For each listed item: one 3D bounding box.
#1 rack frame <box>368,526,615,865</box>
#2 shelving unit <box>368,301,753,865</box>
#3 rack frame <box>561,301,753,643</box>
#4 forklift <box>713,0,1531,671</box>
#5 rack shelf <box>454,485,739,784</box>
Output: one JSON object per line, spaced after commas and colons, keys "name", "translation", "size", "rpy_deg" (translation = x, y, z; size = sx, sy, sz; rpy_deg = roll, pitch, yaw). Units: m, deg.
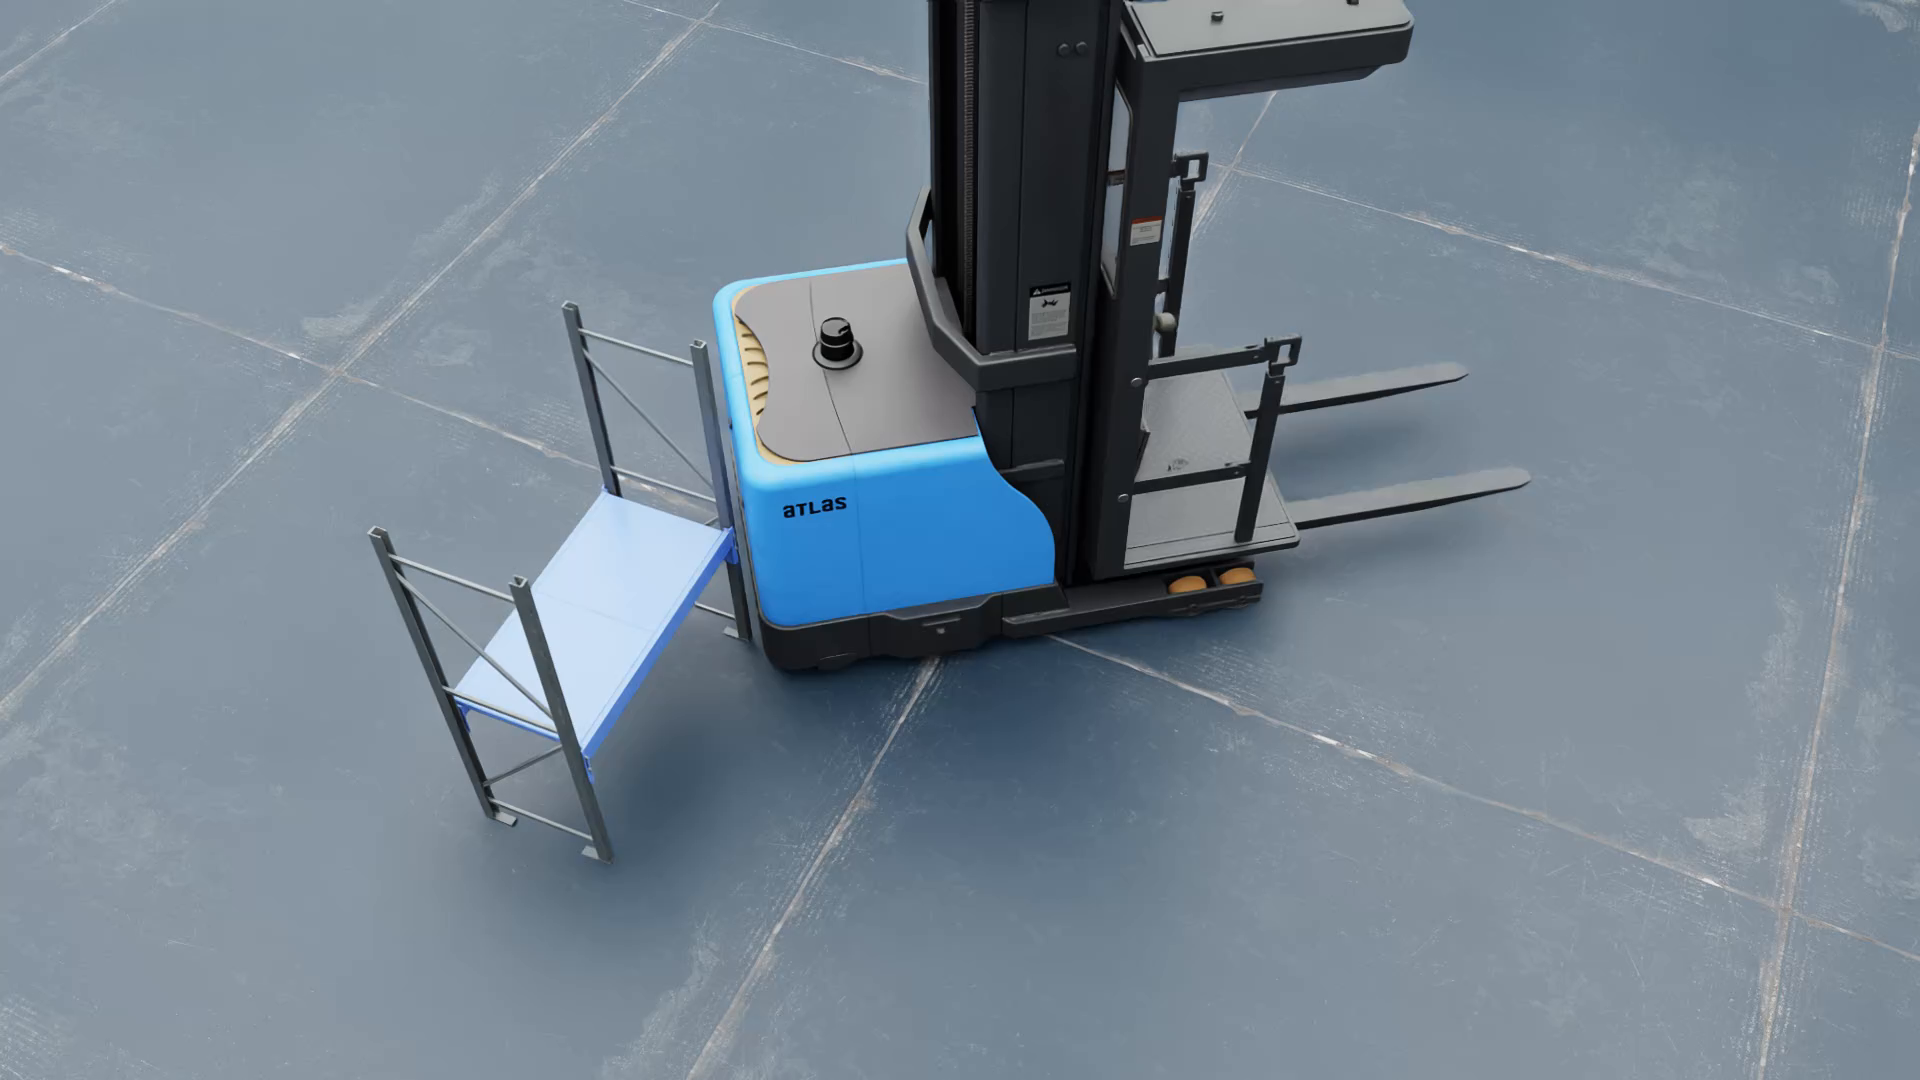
{"name": "rack frame", "translation": [-1.408, 0.530, 5.129], "size": [0.500, 1.500, 0.032], "rpy_deg": [18, 52, 14]}
{"name": "shelving unit", "translation": [-1.212, 0.173, 5.433], "size": [0.538, 1.500, 1.048], "rpy_deg": [18, 52, 14]}
{"name": "rack frame", "translation": [-1.016, -0.184, 5.737], "size": [0.500, 1.500, 0.032], "rpy_deg": [18, 52, 14]}
{"name": "forklift", "translation": [0.675, -1.046, 5.530], "size": [3.031, 2.935, 1.130], "rpy_deg": [-9, 50, -8]}
{"name": "rack shelf", "translation": [-1.212, 0.289, 5.570], "size": [0.538, 0.185, 1.000], "rpy_deg": [18, 52, 14]}
